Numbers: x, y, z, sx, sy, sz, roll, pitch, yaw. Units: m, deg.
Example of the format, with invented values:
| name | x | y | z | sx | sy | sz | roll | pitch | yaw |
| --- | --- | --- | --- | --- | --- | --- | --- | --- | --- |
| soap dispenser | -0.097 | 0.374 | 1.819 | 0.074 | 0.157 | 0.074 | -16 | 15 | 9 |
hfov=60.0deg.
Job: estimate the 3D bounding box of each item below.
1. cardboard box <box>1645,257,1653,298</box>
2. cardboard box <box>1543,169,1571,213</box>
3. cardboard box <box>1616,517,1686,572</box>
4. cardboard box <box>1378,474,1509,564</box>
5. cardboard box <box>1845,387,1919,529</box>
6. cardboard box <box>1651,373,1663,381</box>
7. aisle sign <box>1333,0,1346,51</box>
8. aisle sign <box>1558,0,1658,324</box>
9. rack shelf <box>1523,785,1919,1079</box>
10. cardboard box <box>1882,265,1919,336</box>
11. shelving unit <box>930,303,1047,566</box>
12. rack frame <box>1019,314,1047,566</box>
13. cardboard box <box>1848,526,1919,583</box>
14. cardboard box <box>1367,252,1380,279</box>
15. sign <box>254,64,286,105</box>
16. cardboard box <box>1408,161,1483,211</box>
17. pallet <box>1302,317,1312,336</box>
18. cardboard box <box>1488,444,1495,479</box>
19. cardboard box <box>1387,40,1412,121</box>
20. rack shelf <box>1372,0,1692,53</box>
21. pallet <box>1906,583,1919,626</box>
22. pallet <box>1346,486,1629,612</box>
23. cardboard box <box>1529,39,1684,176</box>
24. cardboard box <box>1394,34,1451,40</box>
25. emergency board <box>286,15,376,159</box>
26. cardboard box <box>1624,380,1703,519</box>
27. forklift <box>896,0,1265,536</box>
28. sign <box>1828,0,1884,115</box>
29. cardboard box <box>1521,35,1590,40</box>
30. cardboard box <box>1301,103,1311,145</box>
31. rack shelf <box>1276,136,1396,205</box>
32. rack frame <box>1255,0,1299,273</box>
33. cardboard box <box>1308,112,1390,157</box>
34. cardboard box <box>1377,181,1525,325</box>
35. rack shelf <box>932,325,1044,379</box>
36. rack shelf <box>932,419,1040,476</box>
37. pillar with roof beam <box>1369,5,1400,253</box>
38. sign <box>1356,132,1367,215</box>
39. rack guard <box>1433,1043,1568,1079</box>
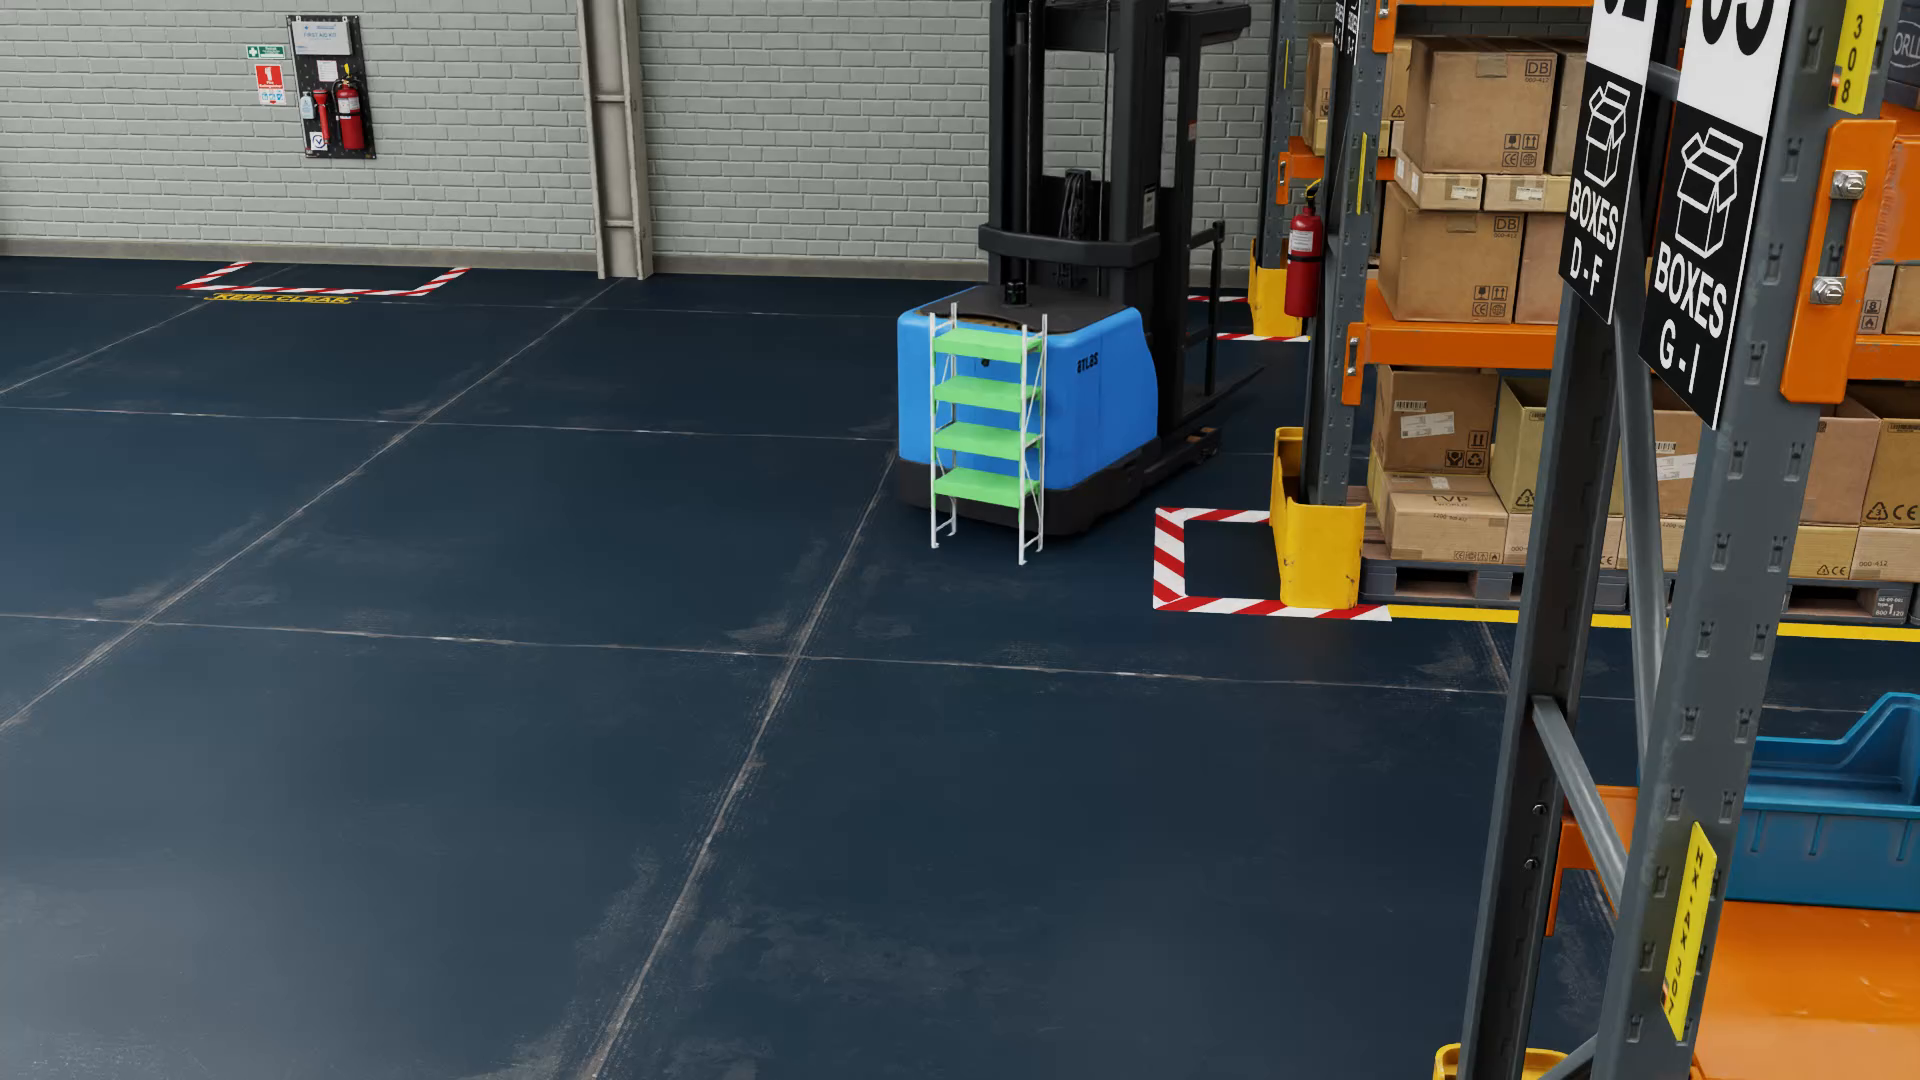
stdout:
| name | x | y | z | sx | sy | sz | roll | pitch | yaw |
| --- | --- | --- | --- | --- | --- | --- | --- | --- | --- |
| cardboard box | 3.224 | -1.269 | 7.434 | 0.500 | 0.500 | 0.700 | 3 | 22 | 7 |
| cardboard box | 2.622 | -1.523 | 7.193 | 0.250 | 0.149 | 0.380 | 3 | 22 | 7 |
| cardboard box | 3.247 | -0.062 | 7.685 | 0.500 | 0.250 | 0.500 | 2 | 22 | 6 |
| cardboard box | 2.254 | -0.104 | 7.792 | 0.500 | 0.250 | 0.500 | 2 | 22 | 6 |
| cardboard box | 4.241 | -0.371 | 7.446 | 0.500 | 0.500 | 0.500 | 2 | 22 | 6 |
| cardboard box | 3.310 | -0.605 | 8.038 | 0.500 | 0.500 | 0.500 | 2 | 22 | 6 |
| aisle sign | 1.717 | -2.611 | 7.428 | 0.004 | 0.787 | 0.394 | 2 | 22 | 6 |
| aisle sign | 1.124 | -0.804 | 2.858 | 0.004 | 0.787 | 0.394 | 2 | 22 | 6 |
| rack shelf | 3.147 | 0.937 | 2.967 | 4.000 | 0.370 | 1.077 | 2 | 22 | 6 |
| cardboard box | 4.256 | -1.226 | 7.325 | 0.500 | 0.500 | 0.700 | 3 | 22 | 7 |
| shelving unit | 0.135 | -0.514 | 8.109 | 0.503 | 1.200 | 0.258 | 11 | 24 | 26 |
| rack frame | 0.351 | -0.473 | 8.003 | 0.015 | 1.200 | 0.240 | 11 | 24 | 26 |
| cardboard box | 4.240 | -0.017 | 7.572 | 0.500 | 0.250 | 0.500 | 2 | 22 | 6 |
| cardboard box | 3.003 | -1.992 | 12.457 | 0.500 | 0.311 | 0.500 | 0 | 22 | 0 |
| sign | -5.821 | -3.845 | 14.037 | 0.234 | 0.329 | 0.001 | 2 | 22 | 6 |
| cardboard box | 2.112 | -1.544 | 7.248 | 0.250 | 0.149 | 0.380 | 2 | 22 | 6 |
| pallet | 3.205 | -1.753 | 12.586 | 1.213 | 0.211 | 1.003 | 2 | 22 | 6 |
| cardboard box | 2.813 | -0.276 | 8.227 | 0.500 | 0.250 | 0.500 | 2 | 22 | 6 |
| cardboard box | 3.255 | -3.234 | 11.696 | 0.500 | 0.500 | 0.500 | 3 | 22 | 6 |
| rack shelf | 3.733 | -2.266 | 6.990 | 4.000 | 0.370 | 1.077 | 2 | 22 | 6 |
| pallet | 4.935 | 0.128 | 7.828 | 1.213 | 0.211 | 1.003 | 2 | 22 | 6 |
| pallet | 2.512 | 0.023 | 8.095 | 1.213 | 0.211 | 1.003 | 2 | 22 | 6 |
| cardboard box | 2.785 | -1.894 | 7.250 | 0.500 | 0.500 | 0.700 | 2 | 22 | 5 |
| cardboard box | 3.318 | -3.421 | 12.169 | 0.500 | 0.500 | 0.500 | 3 | 22 | 7 |
| emergency board | -5.284 | -3.767 | 13.887 | 0.643 | 1.169 | 0.194 | 2 | 22 | 6 |
| cardboard box | 3.249 | -0.415 | 7.558 | 0.500 | 0.500 | 0.500 | 2 | 22 | 6 |
| forklift | 0.875 | -1.876 | 9.199 | 1.130 | 2.935 | 3.031 | 13 | 25 | 30 |
| sign | 1.092 | -0.682 | 1.993 | 0.005 | 0.325 | 0.100 | 2 | 22 | 6 |
| cardboard box | 4.332 | -3.378 | 12.062 | 0.500 | 0.500 | 0.500 | 3 | 22 | 7 |
| cardboard box | 2.814 | -3.091 | 12.355 | 0.500 | 0.250 | 0.500 | 3 | 22 | 7 |
| rack shelf | 4.313 | -2.680 | 12.116 | 4.000 | 0.370 | 1.077 | 2 | 22 | 6 |
| rack frame | 2.327 | -3.101 | 12.203 | 0.127 | 3.000 | 1.000 | 2 | 22 | 6 |
| cardboard box | 2.774 | -2.903 | 11.880 | 0.500 | 0.250 | 0.500 | 2 | 22 | 5 |
| cardboard box | 2.209 | -1.314 | 7.546 | 0.500 | 0.500 | 0.700 | 3 | 22 | 6 |
| rack shelf | 0.135 | -0.901 | 7.956 | 0.480 | 0.148 | 0.258 | 11 | 24 | 26 |
| rack shelf | 0.135 | -0.455 | 8.132 | 0.480 | 0.148 | 0.258 | 11 | 24 | 26 |
| pillar with roof beam | 2.617 | -4.604 | 7.846 | 0.400 | 9.000 | 9.100 | 2 | 22 | 6 |
| sign | 1.676 | -1.529 | 6.942 | 0.005 | 0.325 | 0.100 | 2 | 22 | 6 |
| rack guard | 1.242 | 1.665 | 3.548 | 0.348 | 0.500 | 1.175 | 2 | 22 | 6 |
